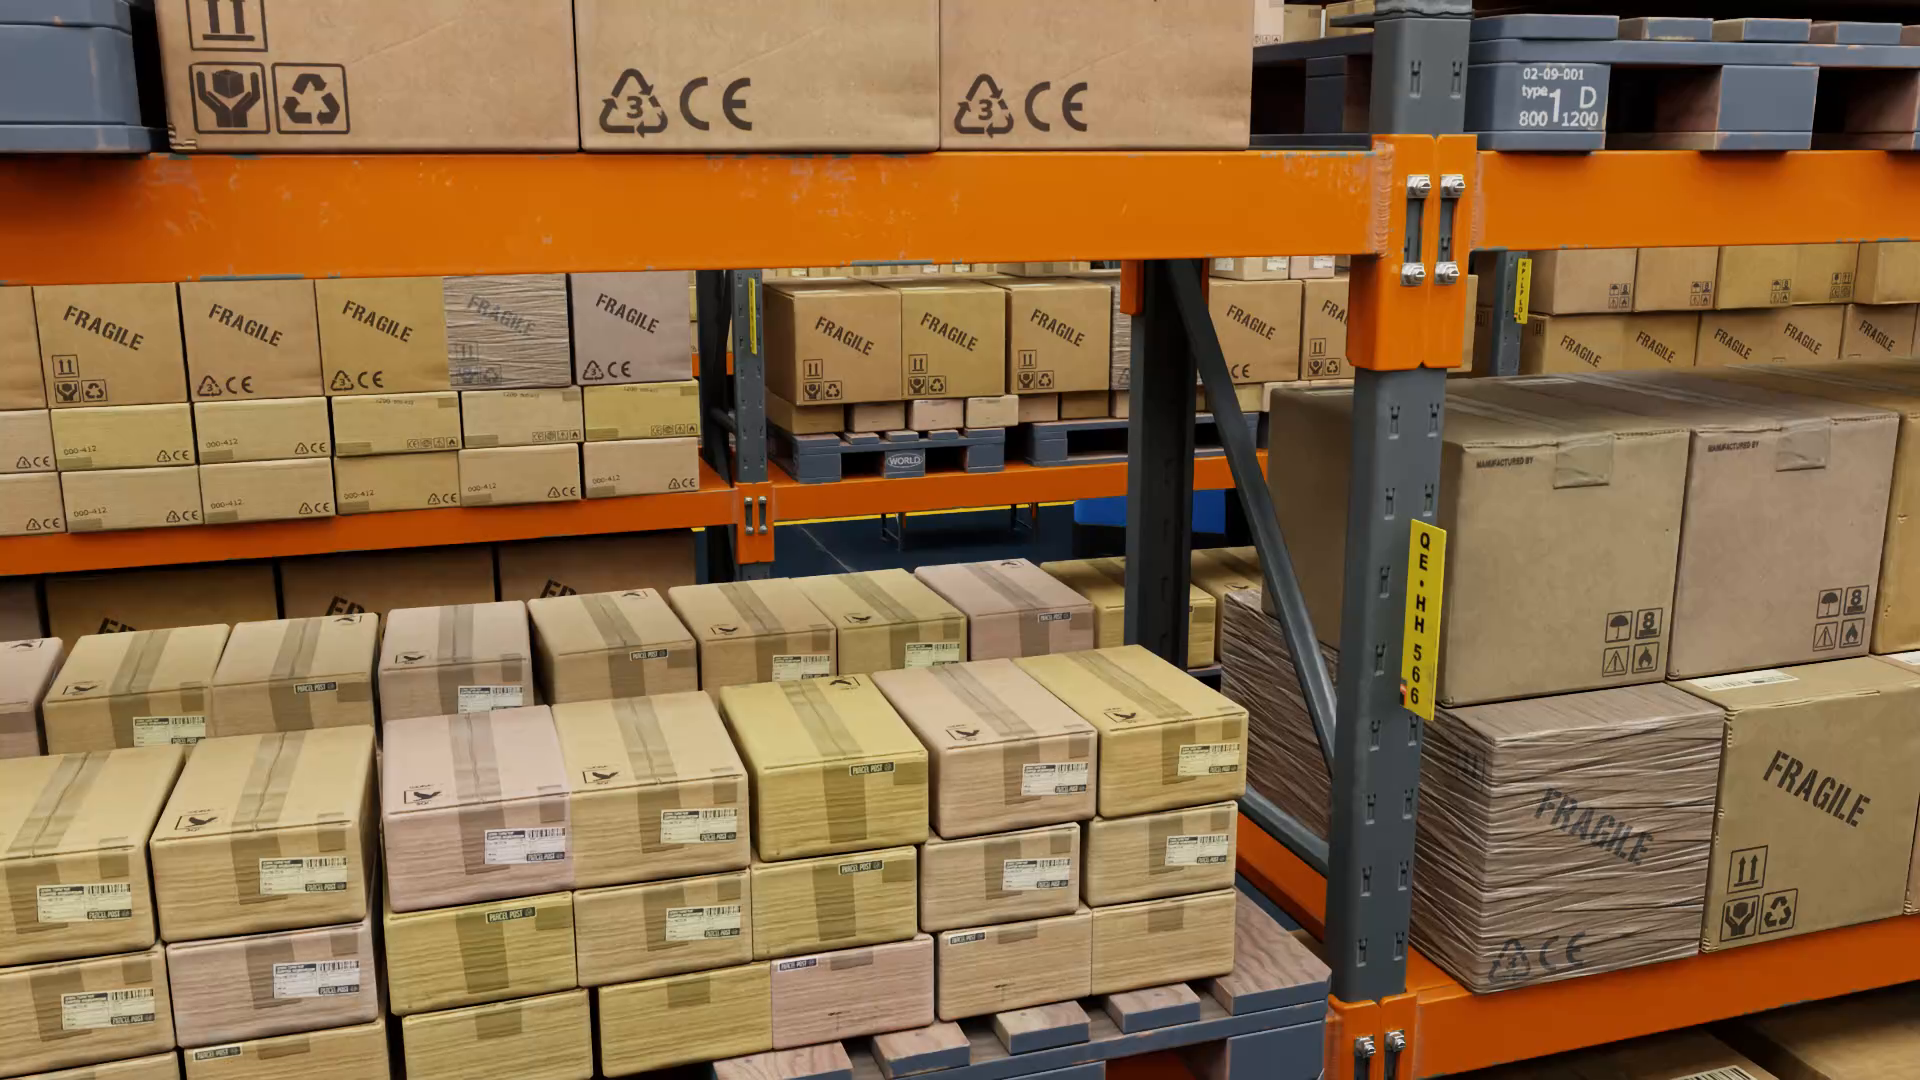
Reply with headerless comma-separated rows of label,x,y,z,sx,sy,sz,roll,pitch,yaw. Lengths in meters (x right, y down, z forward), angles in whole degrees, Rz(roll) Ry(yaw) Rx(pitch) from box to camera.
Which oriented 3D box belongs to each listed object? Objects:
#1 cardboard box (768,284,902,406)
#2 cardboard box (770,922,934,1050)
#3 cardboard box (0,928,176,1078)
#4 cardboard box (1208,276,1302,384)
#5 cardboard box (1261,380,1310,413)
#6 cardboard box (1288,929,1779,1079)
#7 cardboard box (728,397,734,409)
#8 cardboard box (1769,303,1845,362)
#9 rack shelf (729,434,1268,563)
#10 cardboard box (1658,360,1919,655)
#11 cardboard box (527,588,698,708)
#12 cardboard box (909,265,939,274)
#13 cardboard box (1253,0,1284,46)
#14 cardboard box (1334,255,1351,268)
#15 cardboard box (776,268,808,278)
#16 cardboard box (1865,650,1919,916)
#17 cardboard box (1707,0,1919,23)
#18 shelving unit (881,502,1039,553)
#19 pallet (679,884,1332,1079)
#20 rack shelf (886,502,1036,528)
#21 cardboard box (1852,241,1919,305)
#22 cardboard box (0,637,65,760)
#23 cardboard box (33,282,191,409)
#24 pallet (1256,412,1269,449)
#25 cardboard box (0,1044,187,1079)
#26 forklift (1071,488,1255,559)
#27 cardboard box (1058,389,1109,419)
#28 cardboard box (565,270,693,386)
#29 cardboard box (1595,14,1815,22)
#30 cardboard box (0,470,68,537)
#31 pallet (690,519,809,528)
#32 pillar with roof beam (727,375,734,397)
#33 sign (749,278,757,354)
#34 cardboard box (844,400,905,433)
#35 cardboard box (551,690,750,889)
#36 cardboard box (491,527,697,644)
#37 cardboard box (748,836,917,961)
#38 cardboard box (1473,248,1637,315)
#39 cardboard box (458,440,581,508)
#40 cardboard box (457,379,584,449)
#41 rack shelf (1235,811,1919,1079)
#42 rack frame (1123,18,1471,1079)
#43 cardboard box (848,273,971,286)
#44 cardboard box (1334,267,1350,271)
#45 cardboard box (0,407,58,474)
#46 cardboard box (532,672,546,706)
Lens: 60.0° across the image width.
cardboard box,-0.588,-0.919,7.757,0.500,0.500,0.500,-5,14,-20
cardboard box,-0.214,0.632,2.641,0.250,0.149,0.380,-4,14,-17
cardboard box,-1.203,0.564,2.283,0.250,0.149,0.380,-5,14,-19
cardboard box,1.378,-1.074,8.408,0.500,0.500,0.500,-4,14,-16
cardboard box,1.574,-0.755,8.472,0.250,0.149,0.380,-4,14,-18
cardboard box,1.192,1.404,3.710,0.750,0.750,1.050,-5,14,-19
cardboard box,-1.463,-0.769,13.118,0.625,0.625,0.875,-4,14,-16
cardboard box,4.630,-1.117,9.496,0.500,0.500,0.500,-4,14,-17
rack shelf,0.807,-0.336,8.629,4.000,0.370,1.077,-4,14,-18
cardboard box,1.979,-0.103,3.715,0.500,0.500,0.700,-5,14,-19
cardboard box,-0.652,0.217,3.100,0.250,0.149,0.380,-5,14,-20
cardboard box,-0.338,-2.112,12.921,0.250,0.149,0.380,-4,14,-18
cardboard box,1.234,-2.517,8.096,0.500,0.250,0.500,-4,14,-17
cardboard box,2.144,-1.590,9.177,0.250,0.149,0.380,-5,14,-18
cardboard box,-1.319,-2.042,12.628,0.250,0.149,0.380,-4,14,-17
cardboard box,2.057,0.442,3.588,0.500,0.500,0.500,-4,14,-18
cardboard box,1.817,-1.142,3.180,0.500,0.250,0.500,-4,14,-17
shelving unit,-0.006,-0.547,12.011,1.048,1.125,0.538,-4,14,-18
pallet,-0.055,0.709,3.096,1.003,0.211,1.213,-4,14,-18
rack shelf,-0.006,-0.309,12.067,1.000,0.278,0.538,-4,14,-18
cardboard box,5.147,-1.627,9.483,0.500,0.500,0.700,-5,14,-19
cardboard box,-1.651,0.295,2.772,0.250,0.149,0.380,-5,14,-21
cardboard box,-3.421,-0.828,6.765,0.500,0.500,0.500,-5,14,-19
pallet,1.932,-0.716,9.086,1.213,0.211,1.003,-4,14,-18
cardboard box,-1.209,0.709,2.316,0.250,0.149,0.380,-5,14,-21
forklift,2.339,-1.246,11.046,3.031,2.935,1.130,4,14,18
cardboard box,0.558,-0.708,8.271,0.250,0.149,0.380,-4,14,-16
cardboard box,-1.495,-0.978,7.397,0.500,0.500,0.500,-5,14,-20
cardboard box,1.481,-1.272,3.597,0.500,0.311,0.500,-4,14,-18
cardboard box,-3.888,-0.184,6.757,0.500,0.250,0.500,-5,14,-19
pallet,-1.882,-0.323,13.043,1.213,0.211,1.003,-4,14,-18
pillar with roof beam,-0.354,-3.895,9.073,0.400,9.000,9.100,-4,14,-18
sign,-0.908,-0.981,7.281,0.005,0.325,0.100,-4,14,-18
cardboard box,-0.442,-0.618,7.892,0.250,0.149,0.380,-5,14,-22
cardboard box,-0.471,0.363,2.486,0.250,0.149,0.380,-4,14,-16
cardboard box,-1.769,0.323,7.985,0.875,0.875,0.875,-5,14,-19
cardboard box,-0.238,0.489,2.597,0.250,0.149,0.380,-4,14,-17
cardboard box,3.189,-1.499,8.942,0.500,0.500,0.700,-5,14,-19
cardboard box,-1.964,-0.330,7.374,0.500,0.250,0.500,-4,14,-17
cardboard box,-1.951,-0.579,7.338,0.500,0.250,0.500,-5,14,-20
rack shelf,2.482,0.742,4.097,4.000,0.370,1.077,-4,14,-18
rack frame,0.586,0.539,3.393,0.127,3.000,1.000,-4,14,-18
cardboard box,-0.260,-1.071,8.399,0.500,0.500,0.500,-5,14,-19
cardboard box,2.167,-1.260,9.191,0.500,0.500,0.500,-4,14,-17
cardboard box,-3.887,-0.429,6.708,0.500,0.250,0.500,-4,14,-17
cardboard box,-0.683,0.364,3.123,0.250,0.149,0.380,-4,14,-18
